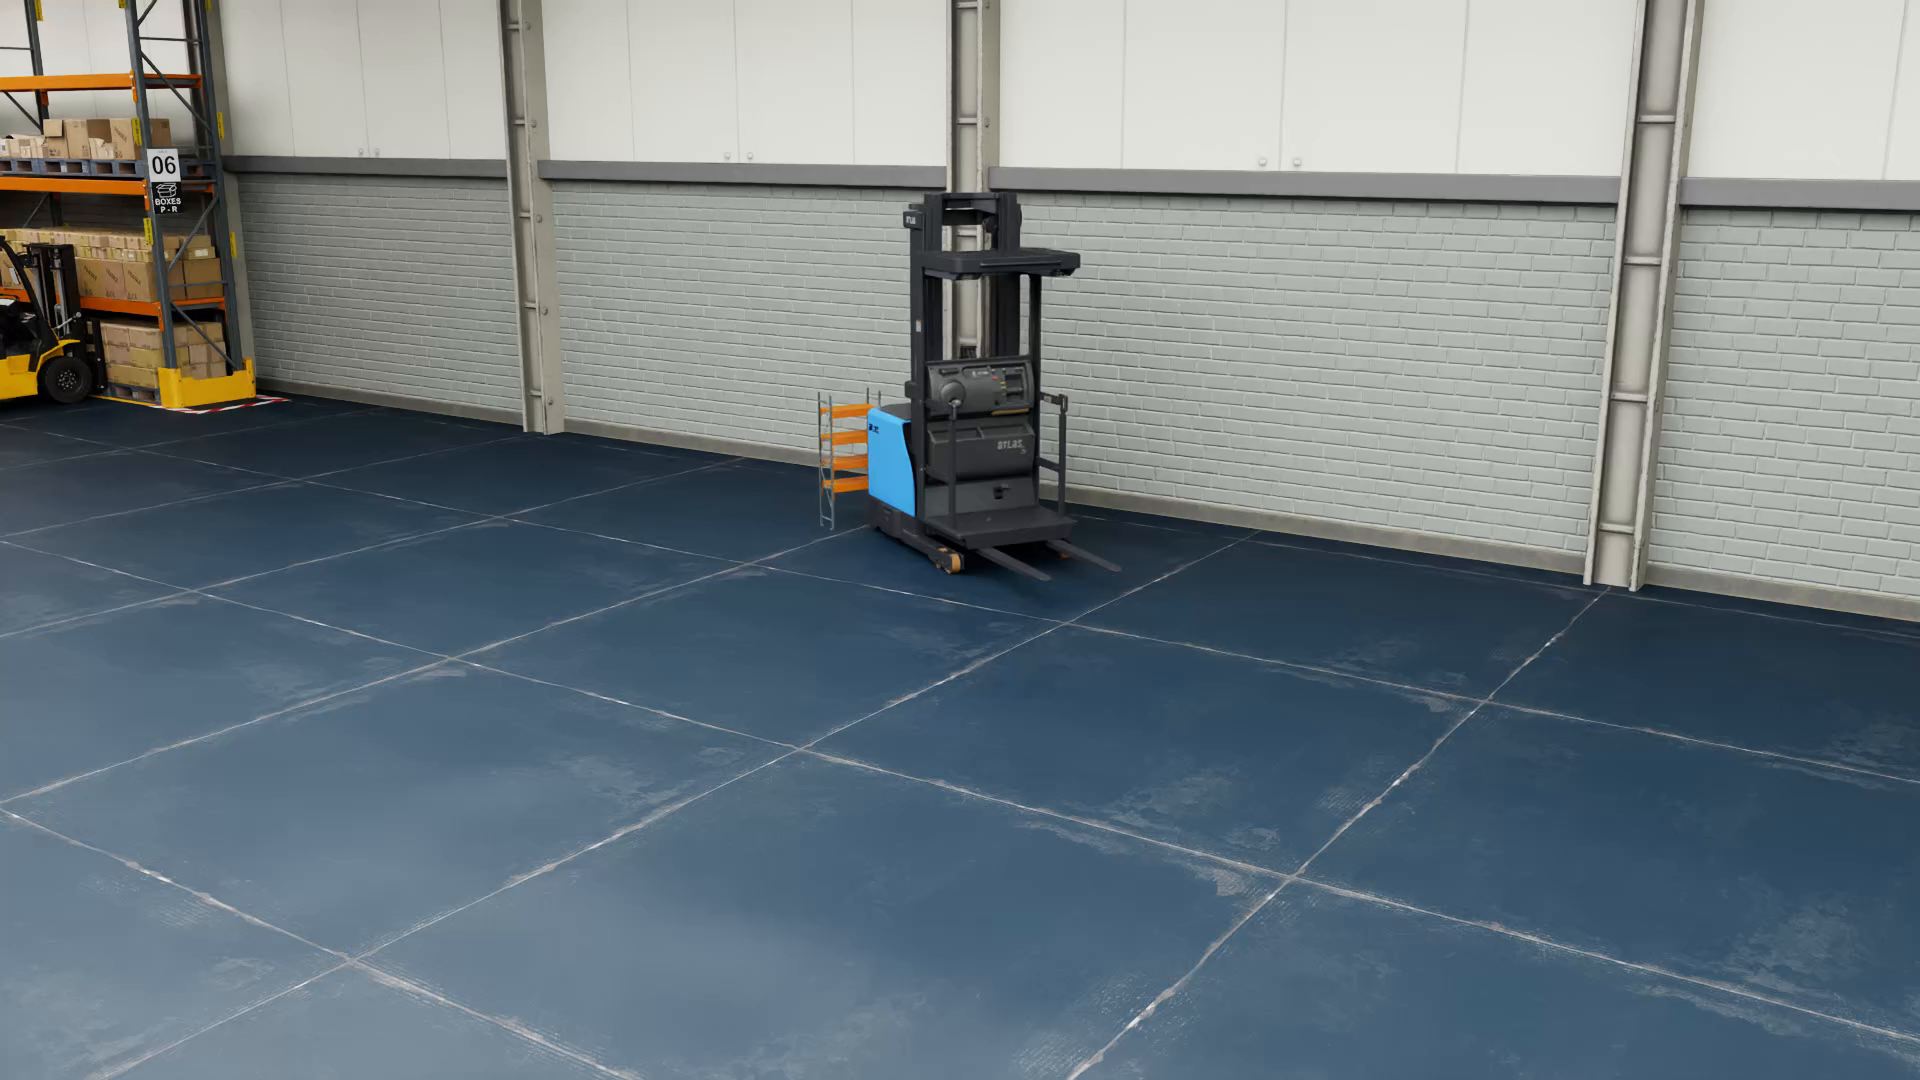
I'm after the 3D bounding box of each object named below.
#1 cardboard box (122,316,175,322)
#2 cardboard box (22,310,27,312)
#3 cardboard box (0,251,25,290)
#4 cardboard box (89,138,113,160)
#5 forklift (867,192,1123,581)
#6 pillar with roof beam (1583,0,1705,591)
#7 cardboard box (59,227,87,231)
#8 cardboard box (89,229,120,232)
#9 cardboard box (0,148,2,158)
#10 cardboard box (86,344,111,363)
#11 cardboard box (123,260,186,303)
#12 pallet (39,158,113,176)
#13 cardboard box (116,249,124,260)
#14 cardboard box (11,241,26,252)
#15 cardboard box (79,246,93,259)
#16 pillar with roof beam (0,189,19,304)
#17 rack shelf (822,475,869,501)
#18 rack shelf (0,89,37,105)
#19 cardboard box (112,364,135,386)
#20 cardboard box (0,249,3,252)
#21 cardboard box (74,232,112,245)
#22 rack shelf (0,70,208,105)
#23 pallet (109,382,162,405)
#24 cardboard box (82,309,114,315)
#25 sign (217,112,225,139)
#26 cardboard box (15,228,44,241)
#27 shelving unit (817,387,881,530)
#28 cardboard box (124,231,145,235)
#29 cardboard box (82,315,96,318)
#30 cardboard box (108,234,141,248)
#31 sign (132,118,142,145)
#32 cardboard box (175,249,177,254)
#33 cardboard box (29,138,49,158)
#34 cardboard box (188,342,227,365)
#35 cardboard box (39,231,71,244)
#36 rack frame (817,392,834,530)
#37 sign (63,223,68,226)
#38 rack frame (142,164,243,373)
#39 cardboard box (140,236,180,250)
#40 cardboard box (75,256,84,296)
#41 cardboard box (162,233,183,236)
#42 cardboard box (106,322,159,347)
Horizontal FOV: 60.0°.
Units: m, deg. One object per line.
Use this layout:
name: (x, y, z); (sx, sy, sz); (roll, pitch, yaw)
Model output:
cardboard box: (-10.881, -2.852, 22.370); (0.500, 0.250, 0.500); (9, 17, 32)
cardboard box: (-14.160, -3.021, 24.352); (0.625, 0.625, 0.875); (9, 17, 32)
cardboard box: (-12.859, -3.733, 22.955); (0.500, 0.500, 0.500); (9, 16, 31)
cardboard box: (-10.830, -4.988, 21.185); (0.258, 0.266, 0.396); (9, 17, 33)
forklift: (0.268, -1.272, 13.361); (1.130, 2.935, 3.031); (-7, 15, -25)
pillar with roof beam: (2.696, -3.173, 8.414); (0.400, 9.000, 9.100); (9, 17, 33)
cardboard box: (-12.236, -4.247, 23.060); (0.250, 0.149, 0.380); (9, 17, 32)
cardboard box: (-11.603, -4.144, 22.642); (0.250, 0.149, 0.380); (9, 16, 32)
cardboard box: (-12.878, -5.262, 22.537); (0.250, 0.149, 0.380); (10, 17, 34)
cardboard box: (-11.191, -2.509, 22.025); (0.500, 0.250, 0.500); (9, 16, 32)
cardboard box: (-10.317, -3.322, 21.293); (0.500, 0.500, 0.500); (9, 16, 32)
pallet: (-11.351, -4.937, 21.965); (1.213, 0.211, 1.003); (9, 17, 33)
cardboard box: (-10.616, -3.689, 21.427); (0.250, 0.149, 0.380); (10, 17, 34)
cardboard box: (-12.748, -4.030, 22.804); (0.250, 0.149, 0.380); (10, 17, 34)
cardboard box: (-11.284, -3.781, 21.798); (0.250, 0.149, 0.380); (9, 17, 33)
pillar with roof beam: (-17.218, -6.392, 21.416); (0.400, 9.000, 9.100); (9, 17, 33)
rack shelf: (-0.973, -0.467, 14.820); (0.480, 0.148, 0.258); (-9, 16, -31)
rack shelf: (-14.741, -6.433, 23.914); (4.000, 0.370, 1.077); (9, 17, 33)
cardboard box: (-10.736, -2.198, 21.807); (0.500, 0.250, 0.500); (9, 17, 33)
cardboard box: (-13.631, -3.981, 23.435); (0.500, 0.250, 0.500); (9, 16, 32)
cardboard box: (-11.453, -3.978, 21.975); (0.250, 0.149, 0.380); (9, 17, 34)
rack shelf: (-11.422, -5.897, 21.747); (4.000, 0.370, 1.077); (9, 17, 33)
pallet: (-10.420, -2.001, 21.966); (1.213, 0.211, 1.003); (9, 17, 33)
cardboard box: (-12.136, -3.059, 23.204); (0.500, 0.250, 0.500); (9, 16, 32)
sign: (-9.447, -5.289, 21.219); (0.005, 0.325, 0.100); (9, 17, 33)
cardboard box: (-12.705, -4.189, 22.825); (0.250, 0.149, 0.380); (9, 17, 34)
shelving unit: (-0.974, -0.726, 14.757); (0.503, 1.200, 0.258); (-9, 16, -31)
cardboard box: (-10.939, -4.051, 22.269); (0.250, 0.149, 0.380); (9, 16, 31)
cardboard box: (-12.017, -2.888, 22.517); (0.500, 0.250, 0.500); (10, 17, 35)
cardboard box: (-10.796, -3.879, 21.572); (0.250, 0.149, 0.380); (9, 17, 33)
sign: (-10.077, -5.001, 20.363); (0.005, 0.325, 0.100); (9, 17, 33)
cardboard box: (-10.139, -3.741, 21.635); (0.250, 0.149, 0.380); (9, 17, 33)
cardboard box: (-12.019, -5.180, 21.962); (0.258, 0.266, 0.396); (9, 16, 31)
cardboard box: (-10.036, -2.476, 21.892); (0.500, 0.250, 0.500); (10, 17, 34)
cardboard box: (-12.112, -4.068, 22.339); (0.250, 0.149, 0.380); (9, 16, 32)
rack frame: (-1.180, -0.694, 14.630); (0.015, 1.200, 0.240); (-9, 16, -31)
sign: (-12.773, -4.366, 23.752); (0.005, 0.325, 0.100); (9, 17, 33)
rack frame: (-9.762, -3.260, 21.250); (0.127, 3.000, 1.000); (9, 17, 33)
cardboard box: (-10.177, -3.774, 21.149); (0.250, 0.149, 0.380); (9, 17, 33)
cardboard box: (-11.591, -3.528, 22.123); (0.500, 0.500, 0.500); (9, 17, 33)
cardboard box: (-10.347, -3.930, 21.779); (0.250, 0.149, 0.380); (10, 17, 34)
cardboard box: (-10.745, -2.681, 21.680); (0.500, 0.250, 0.500); (10, 17, 34)
